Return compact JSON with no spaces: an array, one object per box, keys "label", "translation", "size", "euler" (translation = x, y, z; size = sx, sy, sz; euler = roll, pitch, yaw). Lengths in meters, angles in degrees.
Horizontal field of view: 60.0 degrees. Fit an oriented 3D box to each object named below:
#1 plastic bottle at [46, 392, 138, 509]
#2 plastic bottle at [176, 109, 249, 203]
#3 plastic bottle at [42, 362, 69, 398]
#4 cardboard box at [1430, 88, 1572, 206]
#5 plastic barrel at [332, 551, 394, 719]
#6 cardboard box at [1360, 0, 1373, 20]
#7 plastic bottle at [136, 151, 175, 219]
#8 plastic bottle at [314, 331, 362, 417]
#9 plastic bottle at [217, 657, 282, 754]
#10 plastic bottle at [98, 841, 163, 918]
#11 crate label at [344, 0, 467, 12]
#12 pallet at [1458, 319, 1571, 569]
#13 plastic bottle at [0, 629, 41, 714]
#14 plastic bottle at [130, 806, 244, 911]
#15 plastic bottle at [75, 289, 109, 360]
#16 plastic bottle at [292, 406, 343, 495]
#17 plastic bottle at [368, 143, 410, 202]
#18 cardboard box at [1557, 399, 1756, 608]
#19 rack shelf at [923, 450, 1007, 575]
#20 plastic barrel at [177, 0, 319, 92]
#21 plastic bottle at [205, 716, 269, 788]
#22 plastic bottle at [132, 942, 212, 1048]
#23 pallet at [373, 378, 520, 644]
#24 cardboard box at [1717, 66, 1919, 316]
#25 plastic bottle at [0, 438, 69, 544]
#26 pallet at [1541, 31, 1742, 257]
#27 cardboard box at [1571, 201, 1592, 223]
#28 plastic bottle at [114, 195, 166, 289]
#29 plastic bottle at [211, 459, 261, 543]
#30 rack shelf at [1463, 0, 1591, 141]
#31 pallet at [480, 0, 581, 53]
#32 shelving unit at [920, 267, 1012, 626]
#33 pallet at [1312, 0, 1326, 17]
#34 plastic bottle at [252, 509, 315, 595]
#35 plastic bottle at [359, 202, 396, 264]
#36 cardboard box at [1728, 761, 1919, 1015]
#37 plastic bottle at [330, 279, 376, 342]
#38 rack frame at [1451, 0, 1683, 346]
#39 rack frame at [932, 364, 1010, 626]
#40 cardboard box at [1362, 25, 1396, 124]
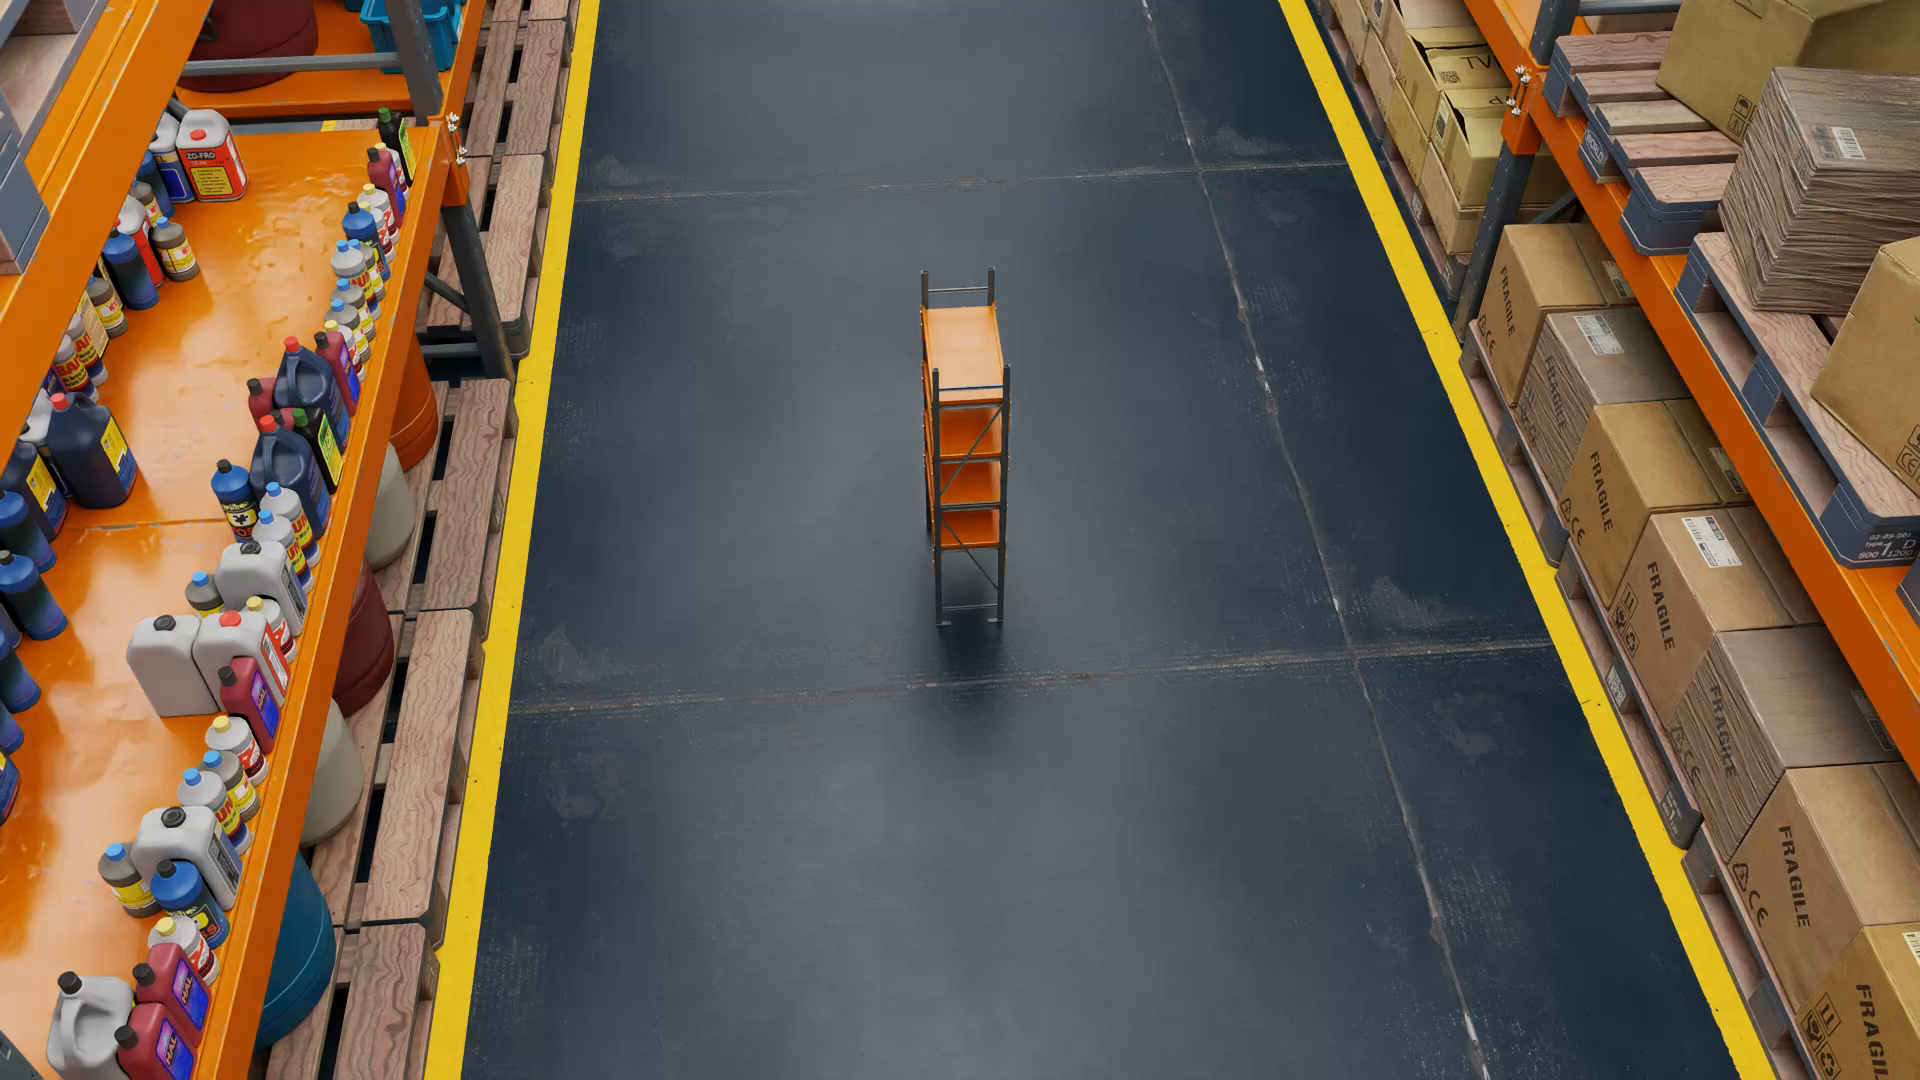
[{"label":"plastic bottle","translation":[-2.352,-0.268,4.471],"size":[0.144,0.351,0.185],"euler":[-3,47,-3]},{"label":"plastic bottle","translation":[-2.466,-1.264,5.466],"size":[0.152,0.276,0.135],"euler":[-3,47,-3]},{"label":"plastic bottle","translation":[-2.566,-0.418,4.661],"size":[0.061,0.283,0.133],"euler":[-3,47,-3]},{"label":"cardboard box","translation":[2.316,-1.684,6.997],"size":[0.500,0.311,0.500],"euler":[-2,47,-2]},{"label":"plastic barrel","translation":[-2.179,0.225,5.343],"size":[0.600,0.588,0.708],"euler":[-3,47,-3]},{"label":"cardboard box","translation":[2.186,-2.788,8.043],"size":[0.500,0.311,0.500],"euler":[-2,47,-2]},{"label":"plastic bottle","translation":[-2.635,-1.167,5.378],"size":[0.097,0.271,0.097],"euler":[0,47,0]},{"label":"plastic bottle","translation":[-1.777,-0.496,4.734],"size":[0.061,0.283,0.133],"euler":[-3,47,-3]},{"label":"plastic bottle","translation":[-1.677,0.370,3.914],"size":[0.061,0.283,0.133],"euler":[-3,47,-3]},{"label":"plastic bottle","translation":[-1.809,0.731,3.629],"size":[0.097,0.201,0.097],"euler":[0,47,0]},{"label":"crate label","translation":[-2.145,-2.377,6.411],"size":[0.502,0.435,0.616],"euler":[-3,47,-3]},{"label":"pallet","translation":[2.630,-0.427,6.509],"size":[1.003,0.211,1.213],"euler":[-3,47,-3]},{"label":"plastic bottle","translation":[-2.313,0.295,3.993],"size":[0.097,0.271,0.097],"euler":[0,47,0]},{"label":"plastic bottle","translation":[-1.686,0.684,3.622],"size":[0.152,0.276,0.135],"euler":[-3,47,-3]},{"label":"plastic bottle","translation":[-2.594,-0.656,4.885],"size":[0.061,0.283,0.133],"euler":[-3,47,-3]},{"label":"plastic bottle","translation":[-1.750,-0.266,4.516],"size":[0.061,0.283,0.133],"euler":[-3,47,-3]},{"label":"plastic bottle","translation":[-1.881,-1.210,5.467],"size":[0.097,0.201,0.097],"euler":[0,47,0]},{"label":"cardboard box","translation":[2.445,-0.132,5.727],"size":[0.500,0.500,0.500],"euler":[-4,47,-4]},{"label":"rack shelf","translation":[0.014,-0.110,5.894],"size":[0.258,0.148,0.480],"euler":[-3,47,-3]},{"label":"plastic barrel","translation":[-2.672,-1.994,5.979],"size":[0.600,0.536,0.708],"euler":[-3,47,-3]},{"label":"plastic bottle","translation":[-1.685,0.483,3.863],"size":[0.097,0.201,0.097],"euler":[0,47,0]},{"label":"plastic bottle","translation":[-1.613,0.917,3.396],"size":[0.061,0.283,0.133],"euler":[-3,47,-3]},{"label":"pallet","translation":[-2.224,-0.103,6.202],"size":[1.003,0.211,1.213],"euler":[-3,47,-3]},{"label":"cardboard box","translation":[2.656,-0.985,4.759],"size":[0.700,0.500,0.500],"euler":[4,47,4]},{"label":"plastic bottle","translation":[-2.492,-0.161,4.371],"size":[0.144,0.351,0.185],"euler":[-3,47,-3]},{"label":"pallet","translation":[2.732,-1.376,5.620],"size":[1.213,0.211,1.003],"euler":[-3,47,-3]},{"label":"cardboard box","translation":[2.854,-1.524,7.232],"size":[0.500,0.250,0.500],"euler":[-4,47,-3]},{"label":"plastic bottle","translation":[-2.579,-0.920,5.141],"size":[0.152,0.276,0.135],"euler":[-3,47,-3]},{"label":"plastic bottle","translation":[-1.895,-0.105,4.372],"size":[0.097,0.271,0.097],"euler":[0,47,0]},{"label":"rack shelf","translation":[2.437,-3.128,7.642],"size":[1.077,0.370,4.000],"euler":[-3,47,-3]},{"label":"pallet","translation":[-2.562,-2.999,8.945],"size":[1.003,0.211,1.213],"euler":[-3,47,-3]},{"label":"shelving unit","translation":[0.014,-0.293,5.701],"size":[0.258,1.200,0.503],"euler":[-3,47,-3]},{"label":"pallet","translation":[2.371,-3.333,9.261],"size":[1.003,0.211,1.213],"euler":[-3,47,-3]},{"label":"plastic bottle","translation":[-1.735,0.027,4.247],"size":[0.097,0.271,0.097],"euler":[0,47,0]},{"label":"plastic bottle","translation":[-1.854,-0.973,5.242],"size":[0.097,0.201,0.097],"euler":[0,47,0]},{"label":"cardboard box","translation":[2.580,0.976,4.678],"size":[0.500,0.500,0.500],"euler":[-3,47,-3]},{"label":"plastic bottle","translation":[-1.821,-0.691,4.975],"size":[0.097,0.201,0.097],"euler":[0,47,0]},{"label":"rack frame","translation":[2.605,-1.928,6.010],"size":[1.000,3.000,0.127],"euler":[-3,47,-3]},{"label":"rack frame","translation":[0.034,-0.116,5.534],"size":[0.240,1.200,0.015],"euler":[-3,47,-3]},{"label":"cardboard box","translation":[2.232,-2.230,7.900],"size":[0.500,0.250,0.500],"euler":[-3,47,-2]}]
